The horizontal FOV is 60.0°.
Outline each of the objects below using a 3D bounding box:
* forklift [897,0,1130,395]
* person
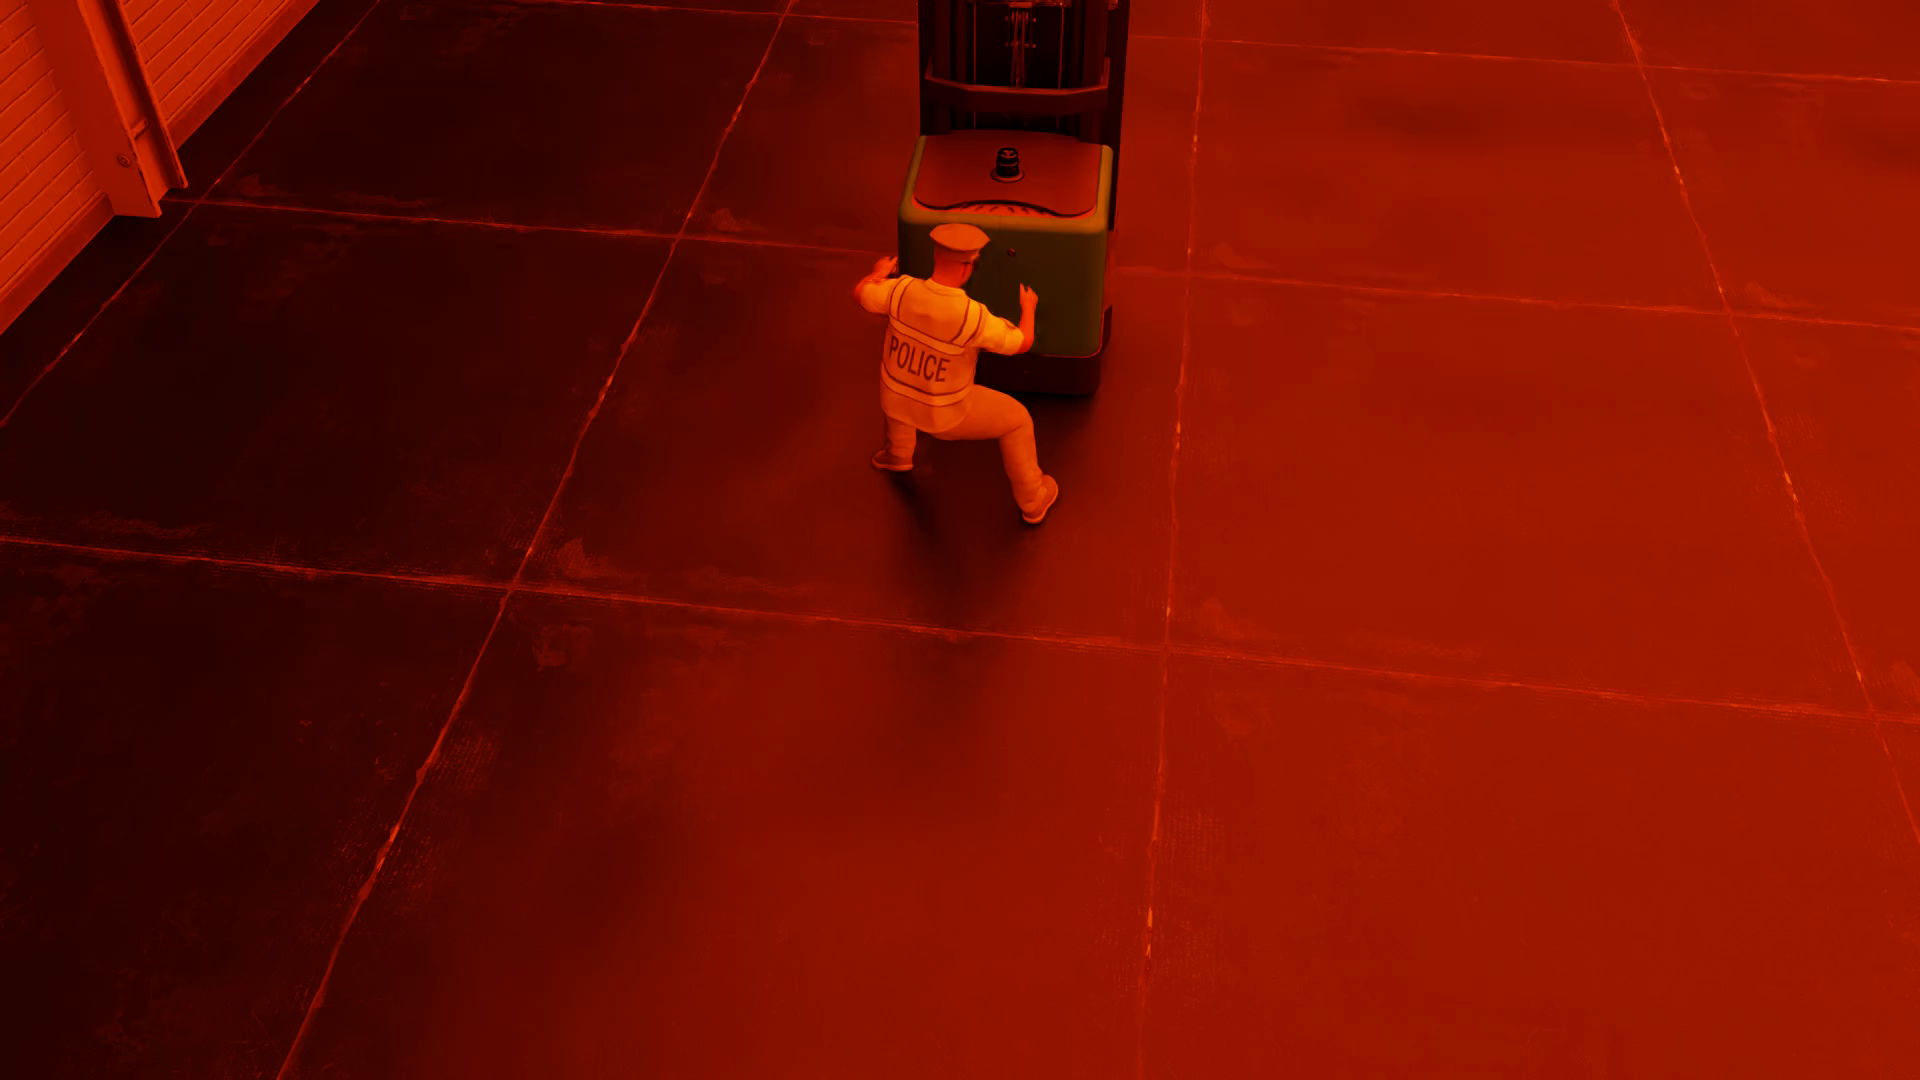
[{"bbox_3d":[0.356,-2.825,8.799,1.130,2.935,3.031,4,43,5],"label":"forklift"},{"bbox_3d":[-0.039,-0.820,7.650,1.006,1.530,0.787,19,46,20],"label":"person"}]
